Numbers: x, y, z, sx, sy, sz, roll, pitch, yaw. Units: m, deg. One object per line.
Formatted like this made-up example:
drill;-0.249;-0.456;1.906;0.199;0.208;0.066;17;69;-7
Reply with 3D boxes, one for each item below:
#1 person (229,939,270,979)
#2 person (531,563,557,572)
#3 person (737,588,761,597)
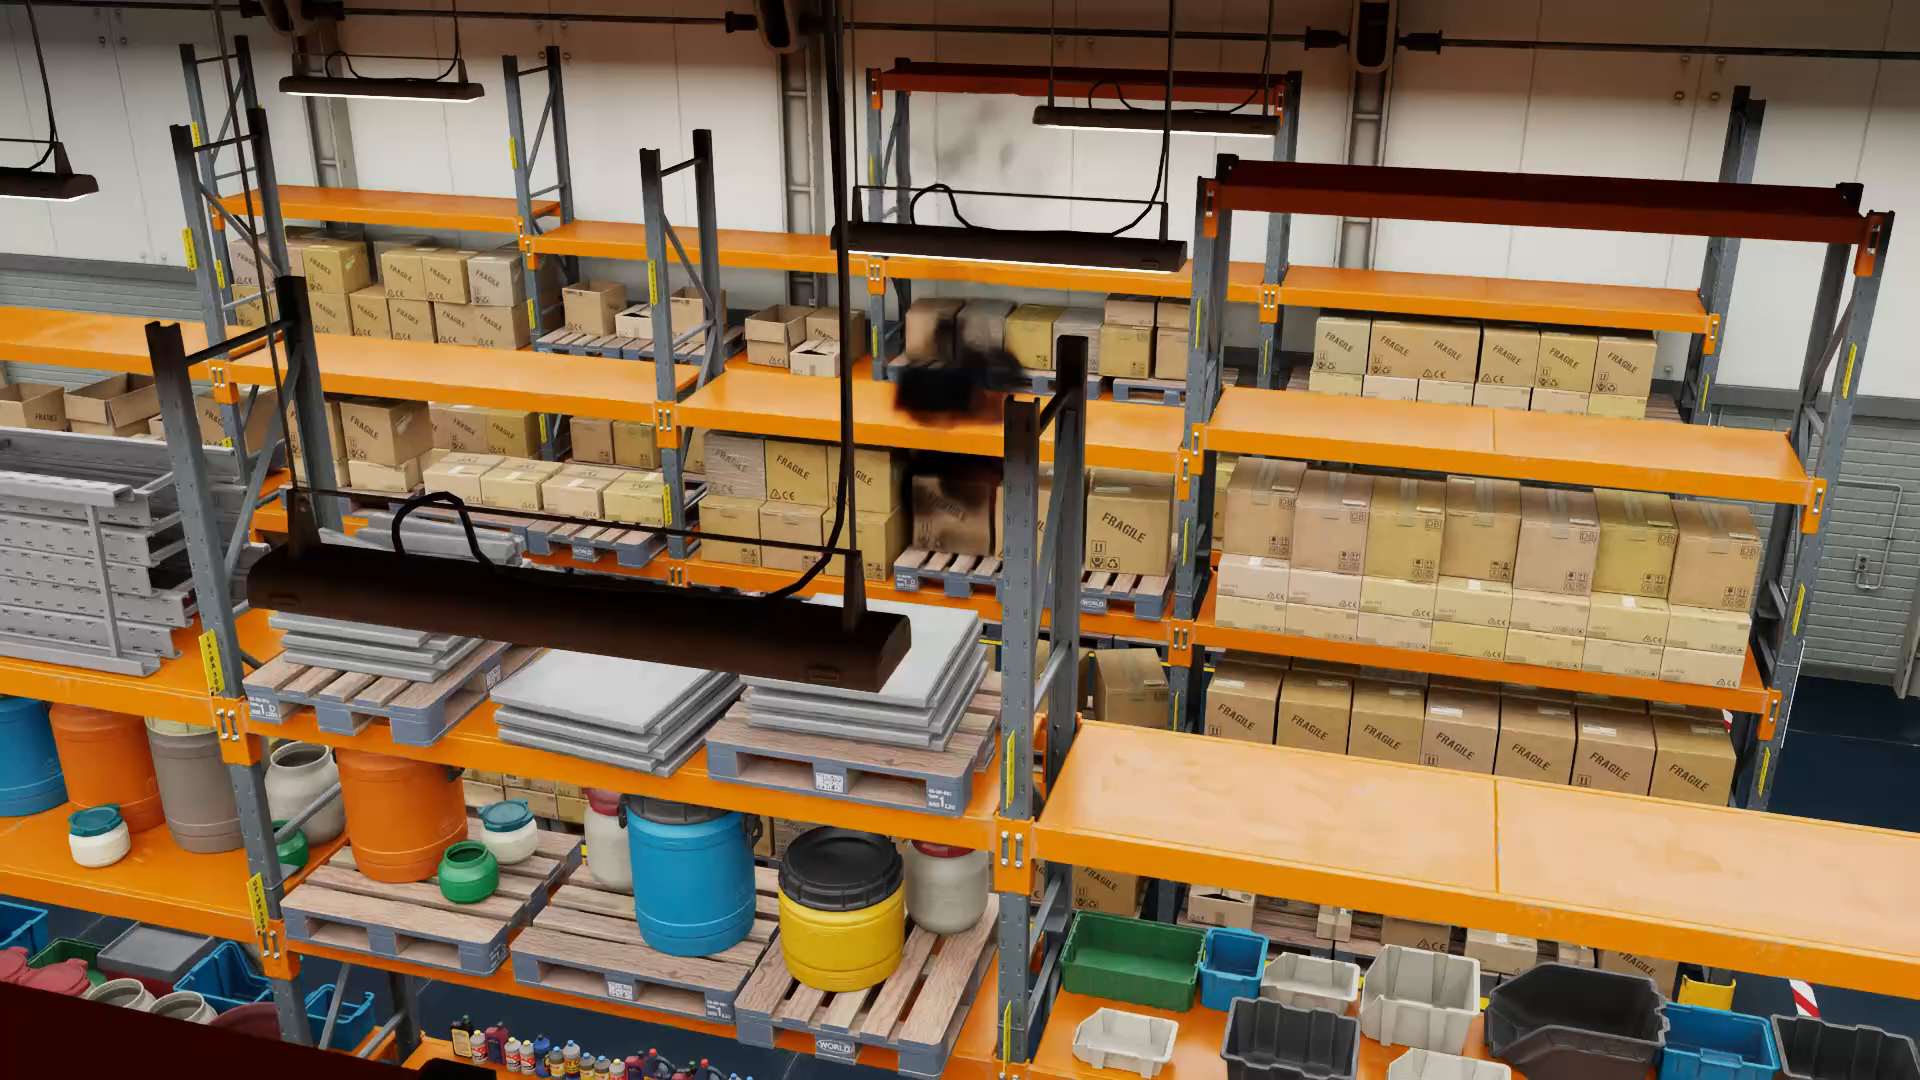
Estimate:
person;-5.416;2.631;12.129;0.780;1.841;0.671;6;23;13
person;-3.991;1.007;16.206;0.826;1.694;0.618;7;23;16
person;-2.095;1.011;16.017;0.705;1.824;0.632;3;23;8
